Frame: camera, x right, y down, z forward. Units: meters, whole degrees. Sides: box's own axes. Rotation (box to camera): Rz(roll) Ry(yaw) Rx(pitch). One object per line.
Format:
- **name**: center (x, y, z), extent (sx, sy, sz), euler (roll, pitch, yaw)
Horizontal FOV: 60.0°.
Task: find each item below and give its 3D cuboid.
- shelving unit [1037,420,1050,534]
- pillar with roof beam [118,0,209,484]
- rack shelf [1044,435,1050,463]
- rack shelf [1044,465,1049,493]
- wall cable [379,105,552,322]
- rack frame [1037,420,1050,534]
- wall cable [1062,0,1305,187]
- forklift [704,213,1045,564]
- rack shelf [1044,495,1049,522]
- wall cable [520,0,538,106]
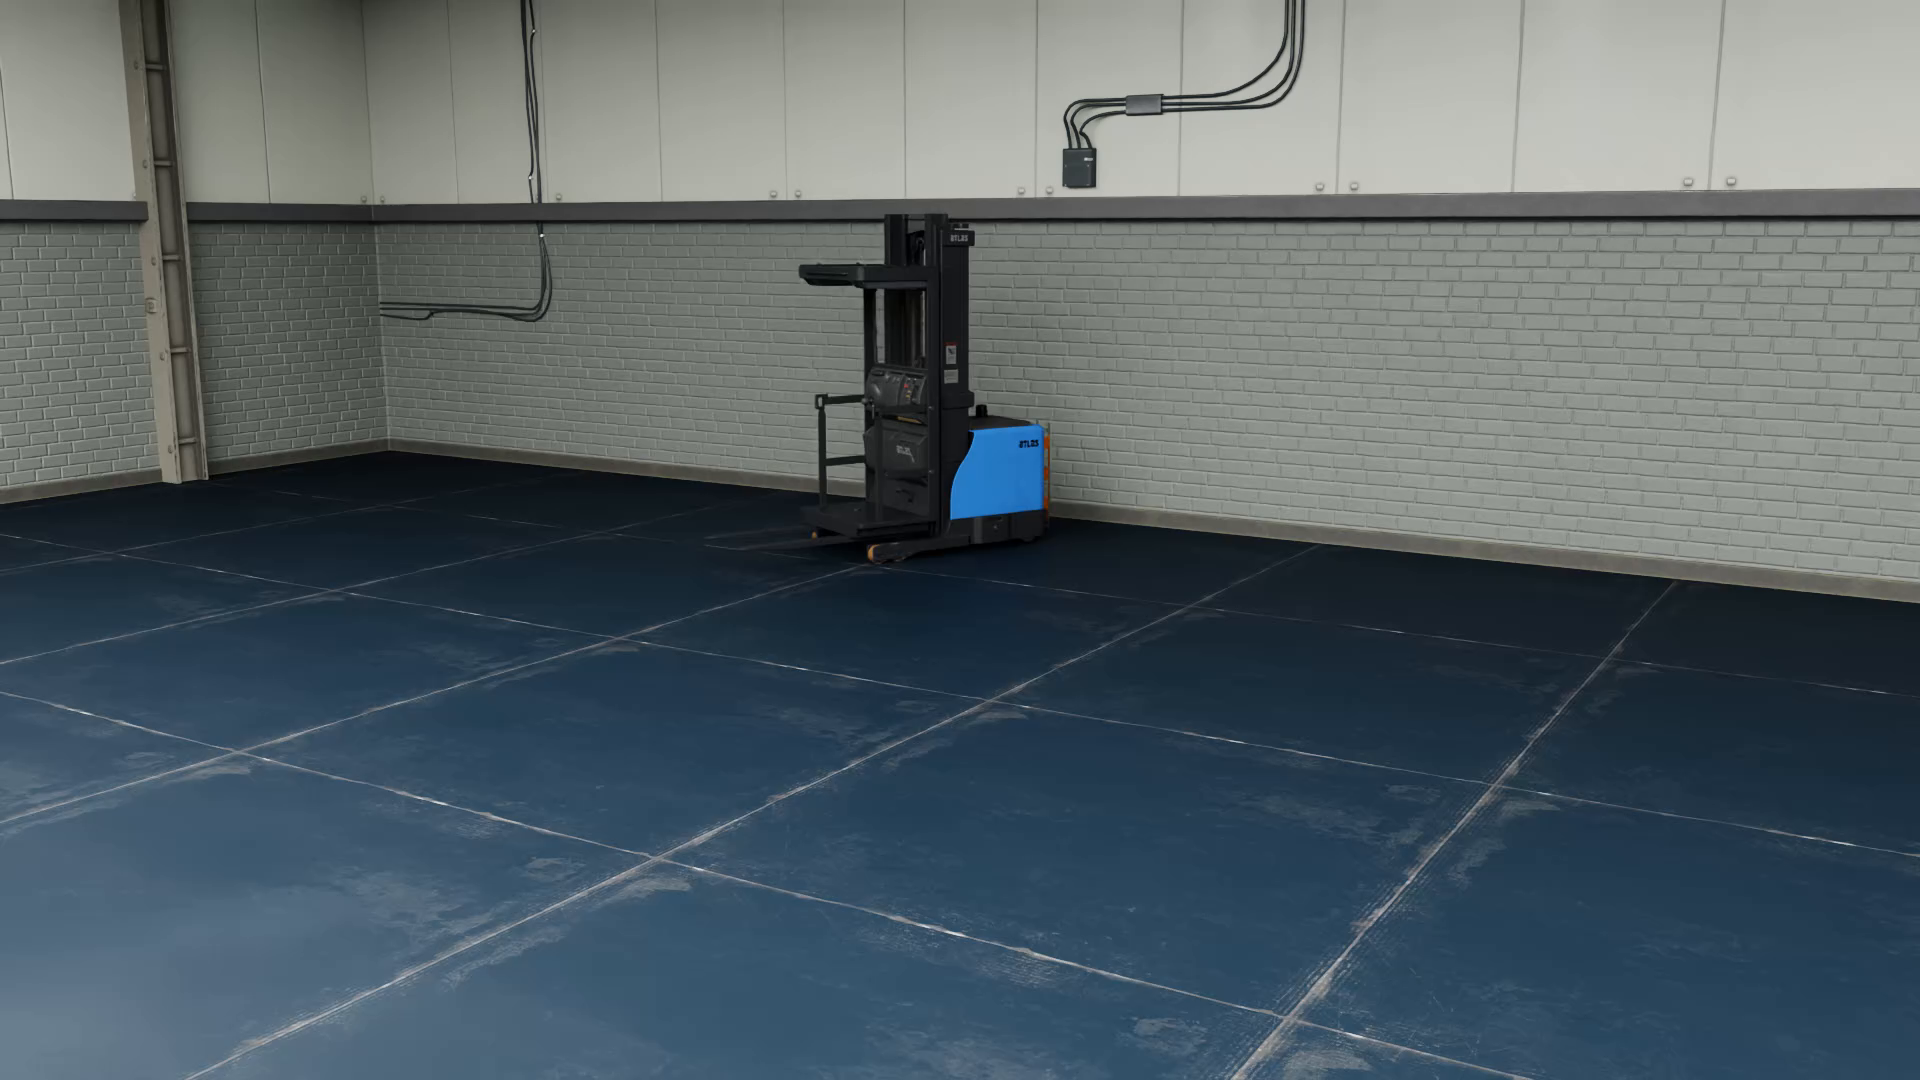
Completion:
- **shelving unit**: center (0.673, -0.579, 15.490), extent (0.252, 1.050, 0.215), euler (-7, 13, -33)
- **pillar with roof beam**: center (-5.112, -4.689, 15.842), extent (9.100, 9.000, 0.400), euler (6, 12, 31)
- **rack shelf**: center (0.673, -0.848, 15.440), extent (0.240, 0.259, 0.215), euler (-7, 13, -33)
- **rack shelf**: center (0.673, -0.569, 15.492), extent (0.240, 0.259, 0.215), euler (-7, 13, -33)
- **wall cable**: center (-6.131, -3.911, 20.125), extent (3.097, 2.526, 0.112), euler (6, 12, 31)
- **rack frame**: center (0.775, -0.591, 15.556), extent (0.008, 1.050, 0.200), euler (-7, 13, -33)
- **wall cable**: center (1.974, -6.200, 14.668), extent (2.305, 6.003, 0.169), euler (6, 12, 31)
- **forklift**: center (-0.738, -1.347, 14.478), extent (3.031, 2.935, 1.130), euler (-7, 13, -33)
- **rack shelf**: center (0.673, -0.296, 15.543), extent (0.240, 0.259, 0.215), euler (-7, 13, -33)
- **wall cable**: center (-3.819, -6.135, 18.280), extent (3.097, 2.526, 0.112), euler (6, 12, 31)
